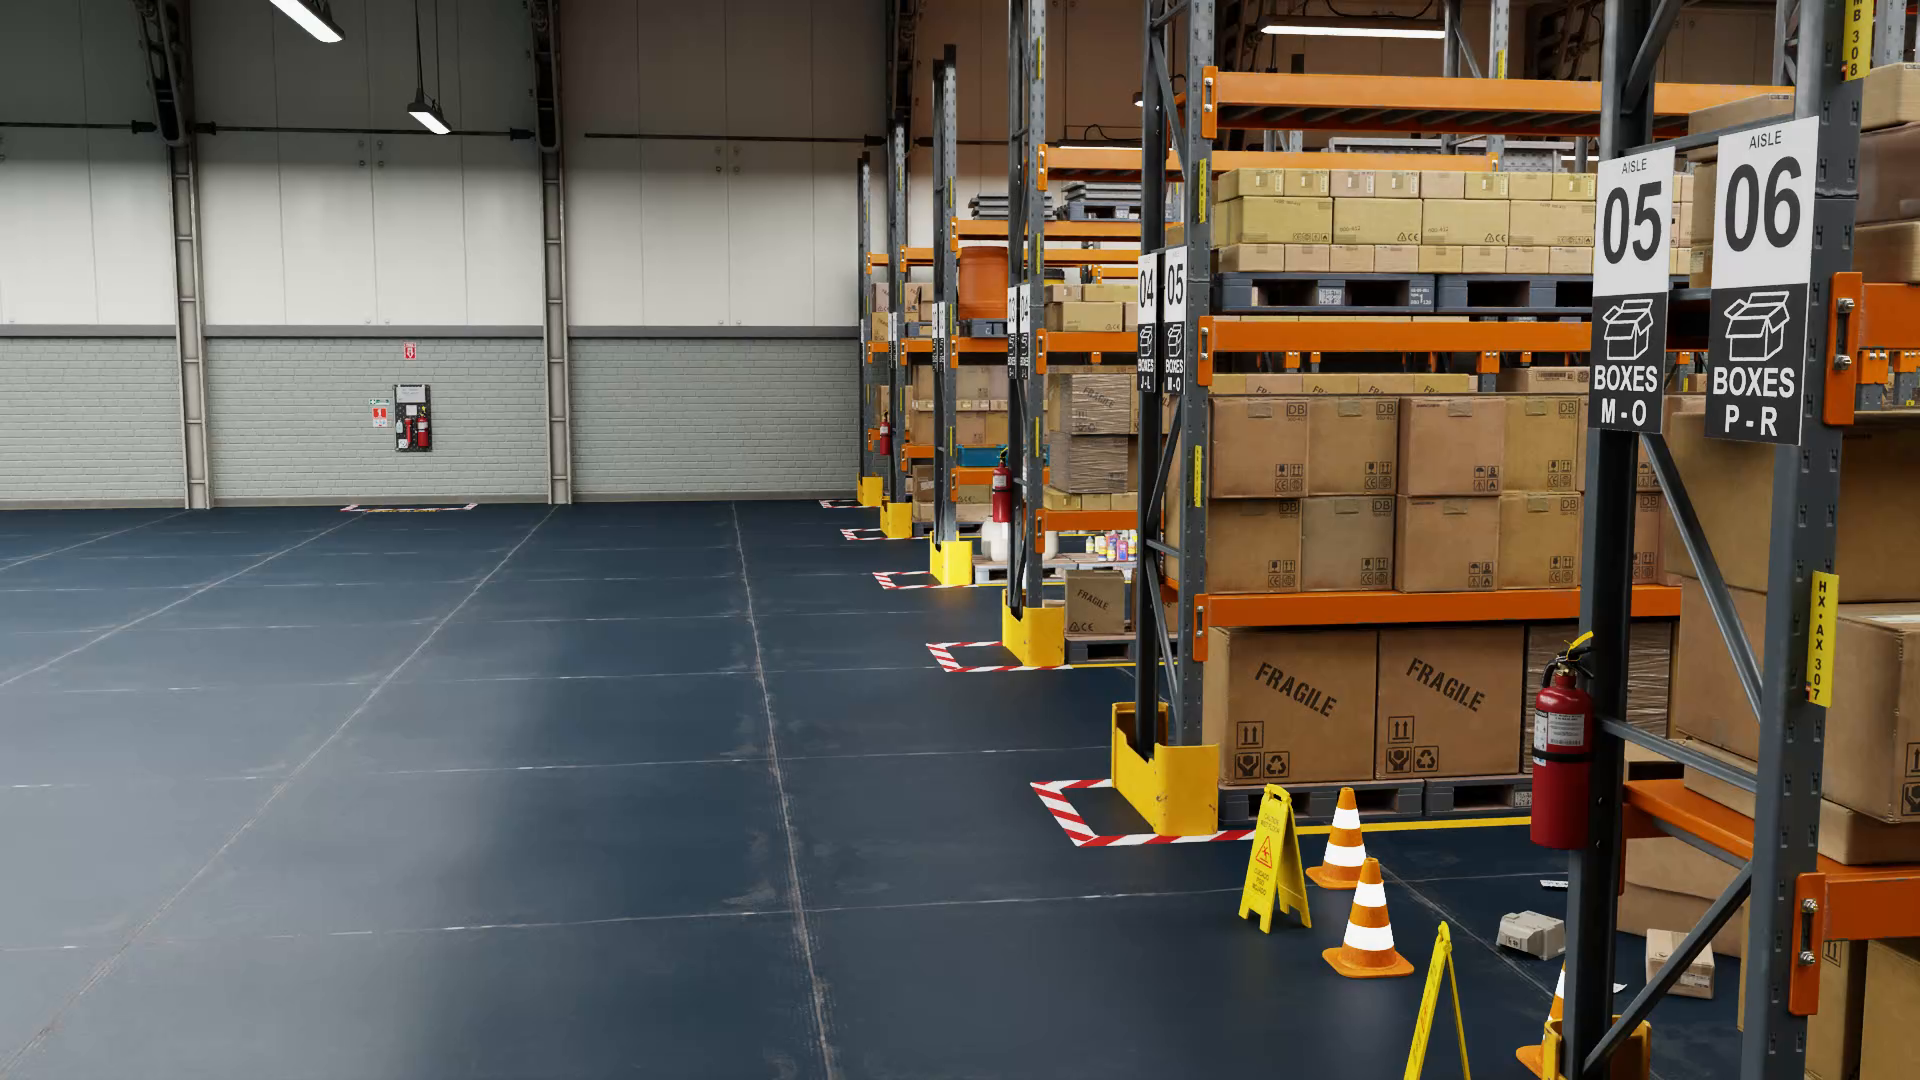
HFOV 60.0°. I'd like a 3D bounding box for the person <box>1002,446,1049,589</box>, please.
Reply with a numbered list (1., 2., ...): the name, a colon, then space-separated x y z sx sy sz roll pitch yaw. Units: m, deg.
1. person: 0.630 -0.034 15.981 0.435 1.748 0.590 1 7 11
